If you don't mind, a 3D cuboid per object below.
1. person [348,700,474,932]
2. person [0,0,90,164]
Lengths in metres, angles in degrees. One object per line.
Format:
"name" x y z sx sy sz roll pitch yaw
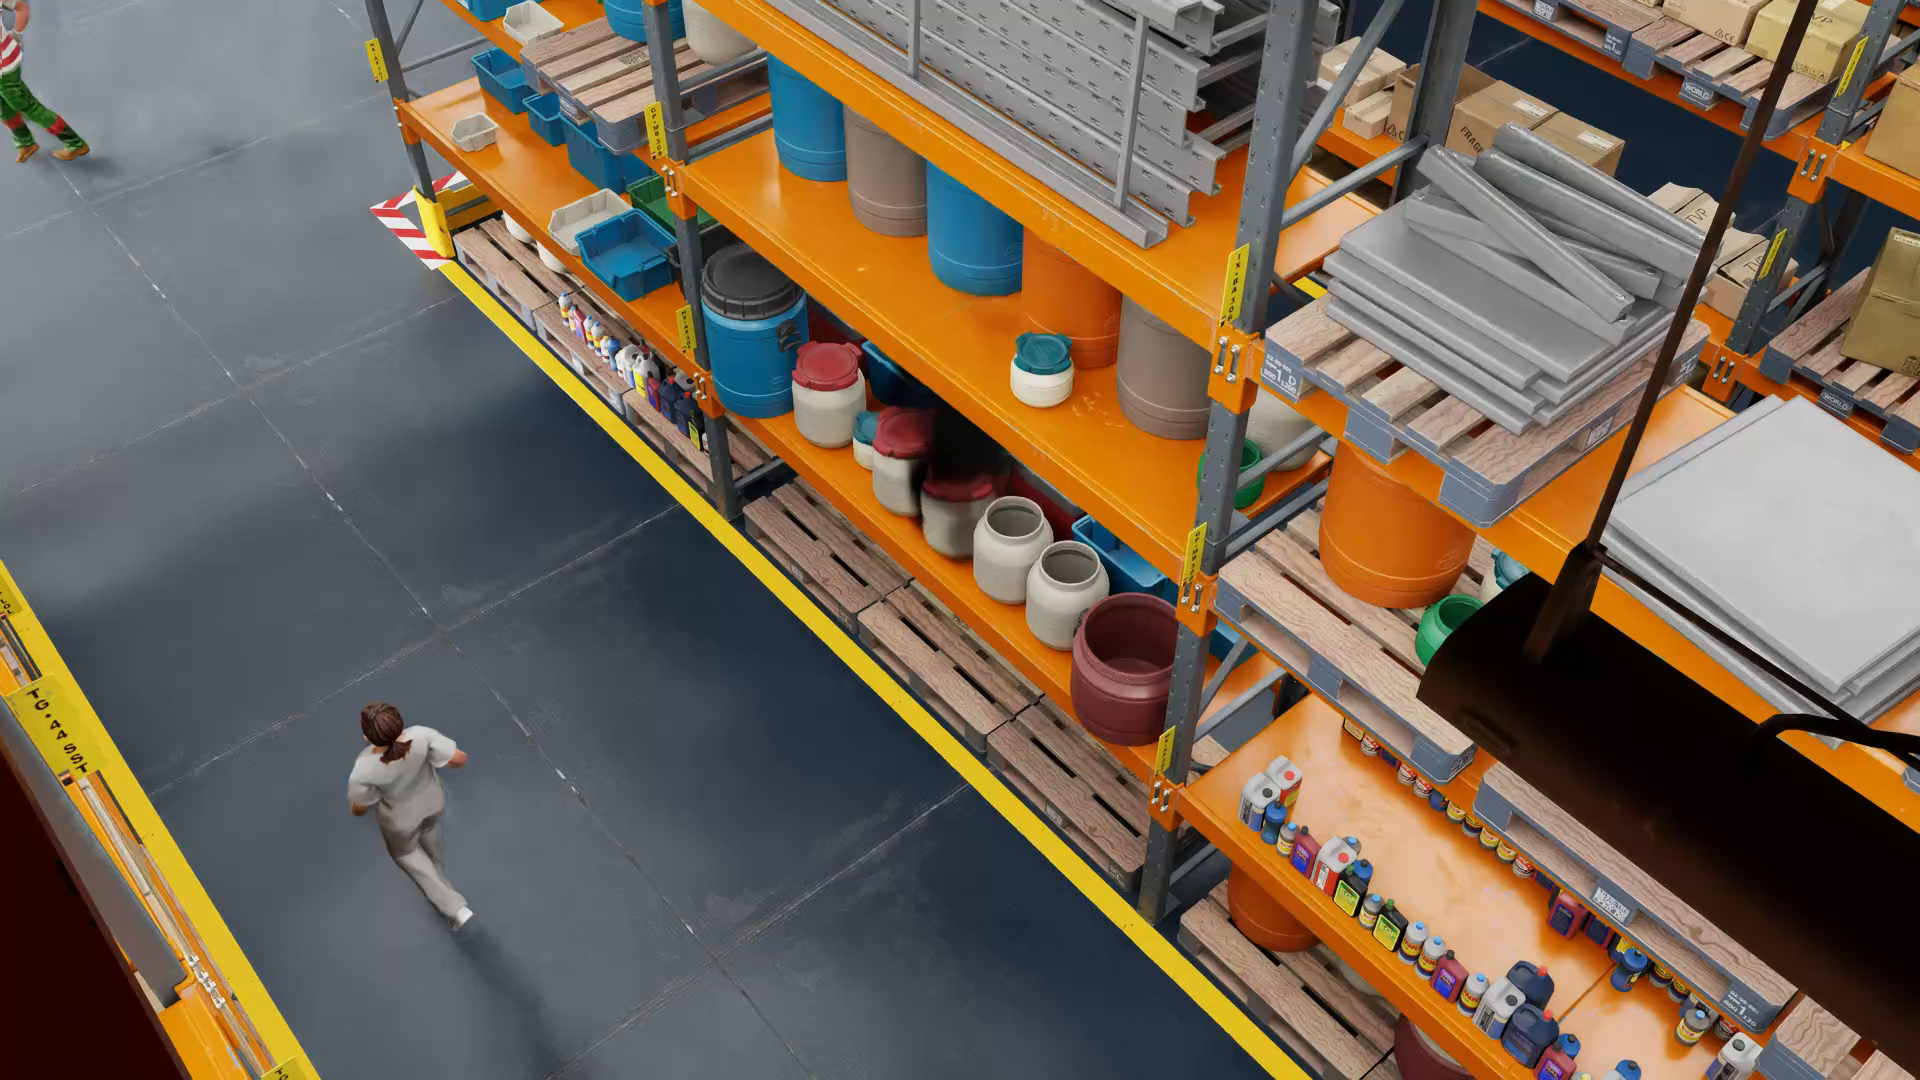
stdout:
"person" -2.694 1.318 8.217 0.573 1.615 0.713 -35 56 -28
"person" -7.675 -3.756 13.336 0.783 1.852 0.616 -4 47 -3
